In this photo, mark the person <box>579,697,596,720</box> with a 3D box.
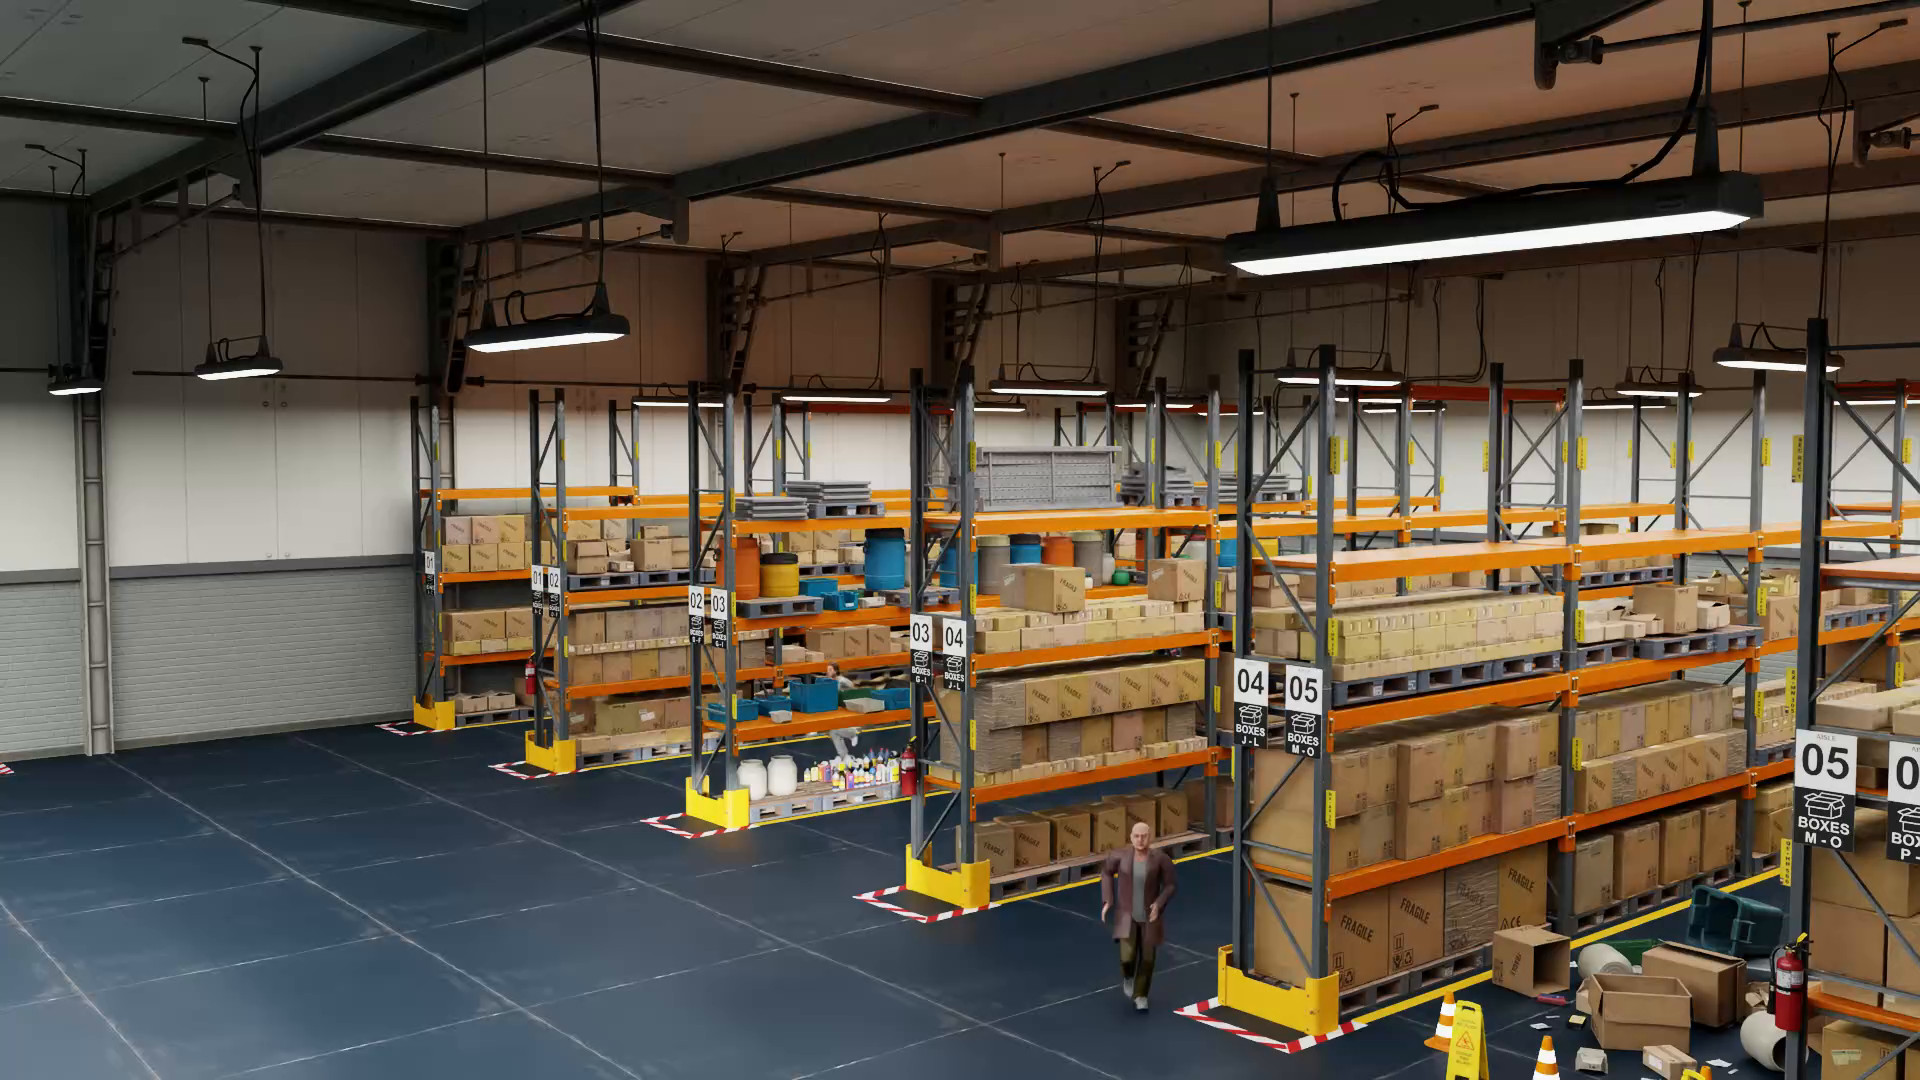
[{"bbox_3d":[-6.487,2.664,28.712,0.579,1.658,1.059,3,4,39],"label":"person"}]

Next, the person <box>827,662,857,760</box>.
[{"bbox_3d":[-1.954,2.772,27.069,0.548,1.606,0.711,3,4,38],"label":"person"}]

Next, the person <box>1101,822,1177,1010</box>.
[{"bbox_3d":[1.609,3.408,15.028,0.700,1.722,0.671,0,3,8],"label":"person"}]
